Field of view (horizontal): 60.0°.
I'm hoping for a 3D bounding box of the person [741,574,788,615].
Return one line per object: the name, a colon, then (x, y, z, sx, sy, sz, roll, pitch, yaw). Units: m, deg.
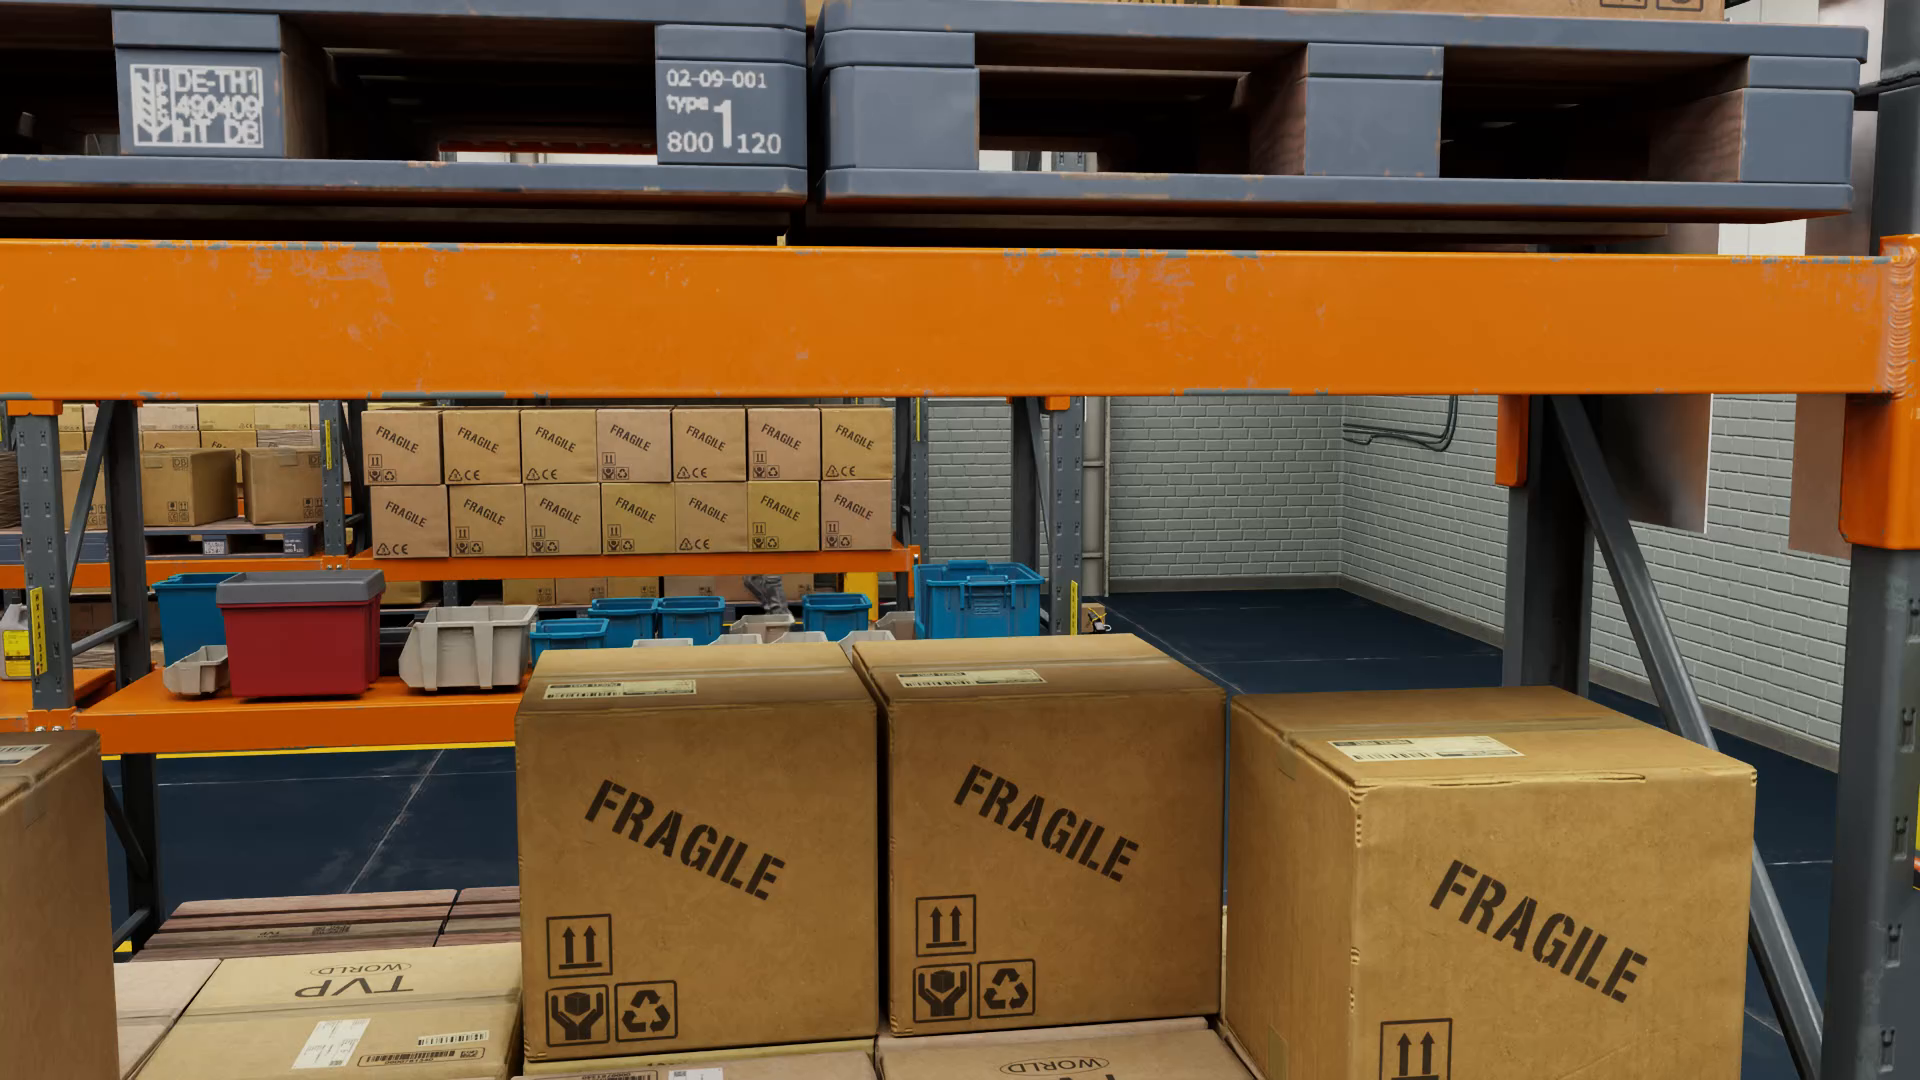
person: (-1.810, 0.047, 15.563, 0.459, 1.805, 0.551, -1, 7, -13)
